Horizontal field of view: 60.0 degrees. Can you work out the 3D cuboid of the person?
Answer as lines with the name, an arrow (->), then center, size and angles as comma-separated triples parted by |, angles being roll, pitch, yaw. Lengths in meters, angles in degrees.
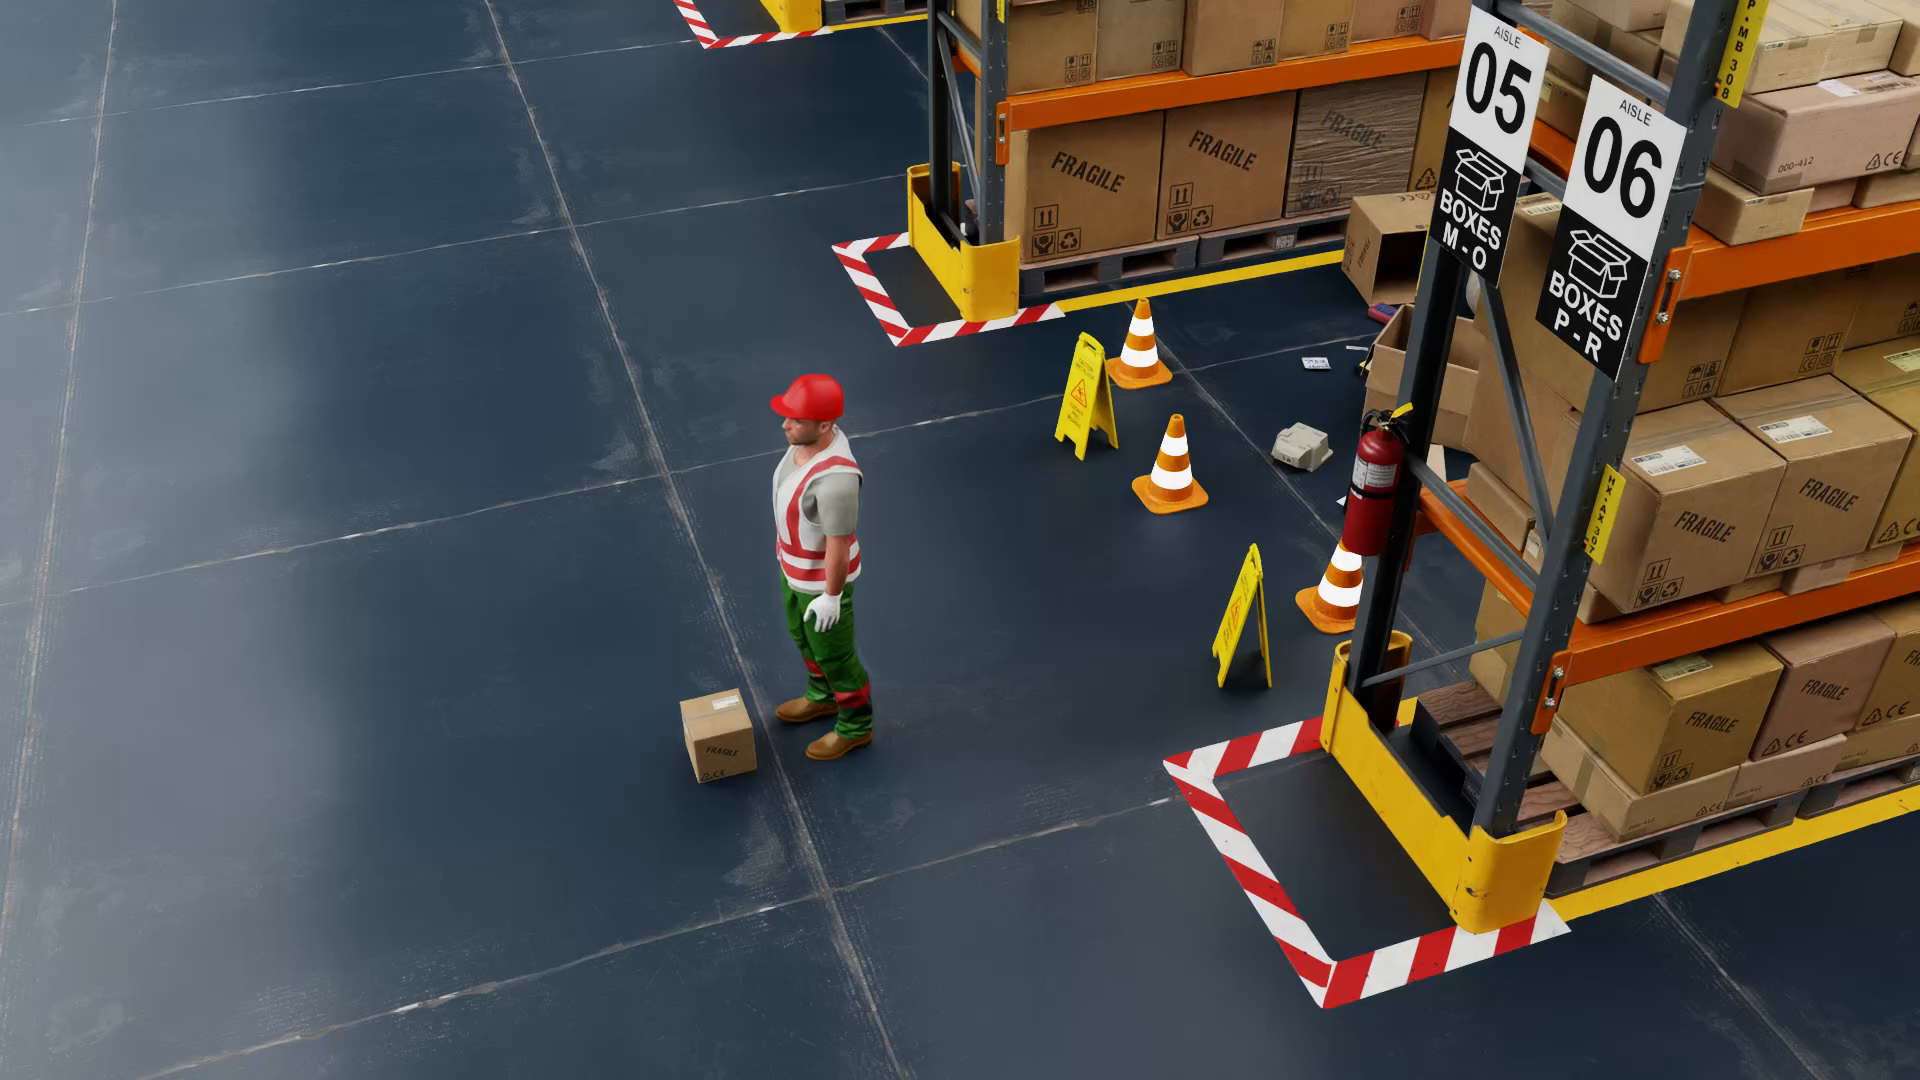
person -> -0.579, 0.119, 6.616 | 0.373, 1.795, 0.523 | -12, 39, -15
